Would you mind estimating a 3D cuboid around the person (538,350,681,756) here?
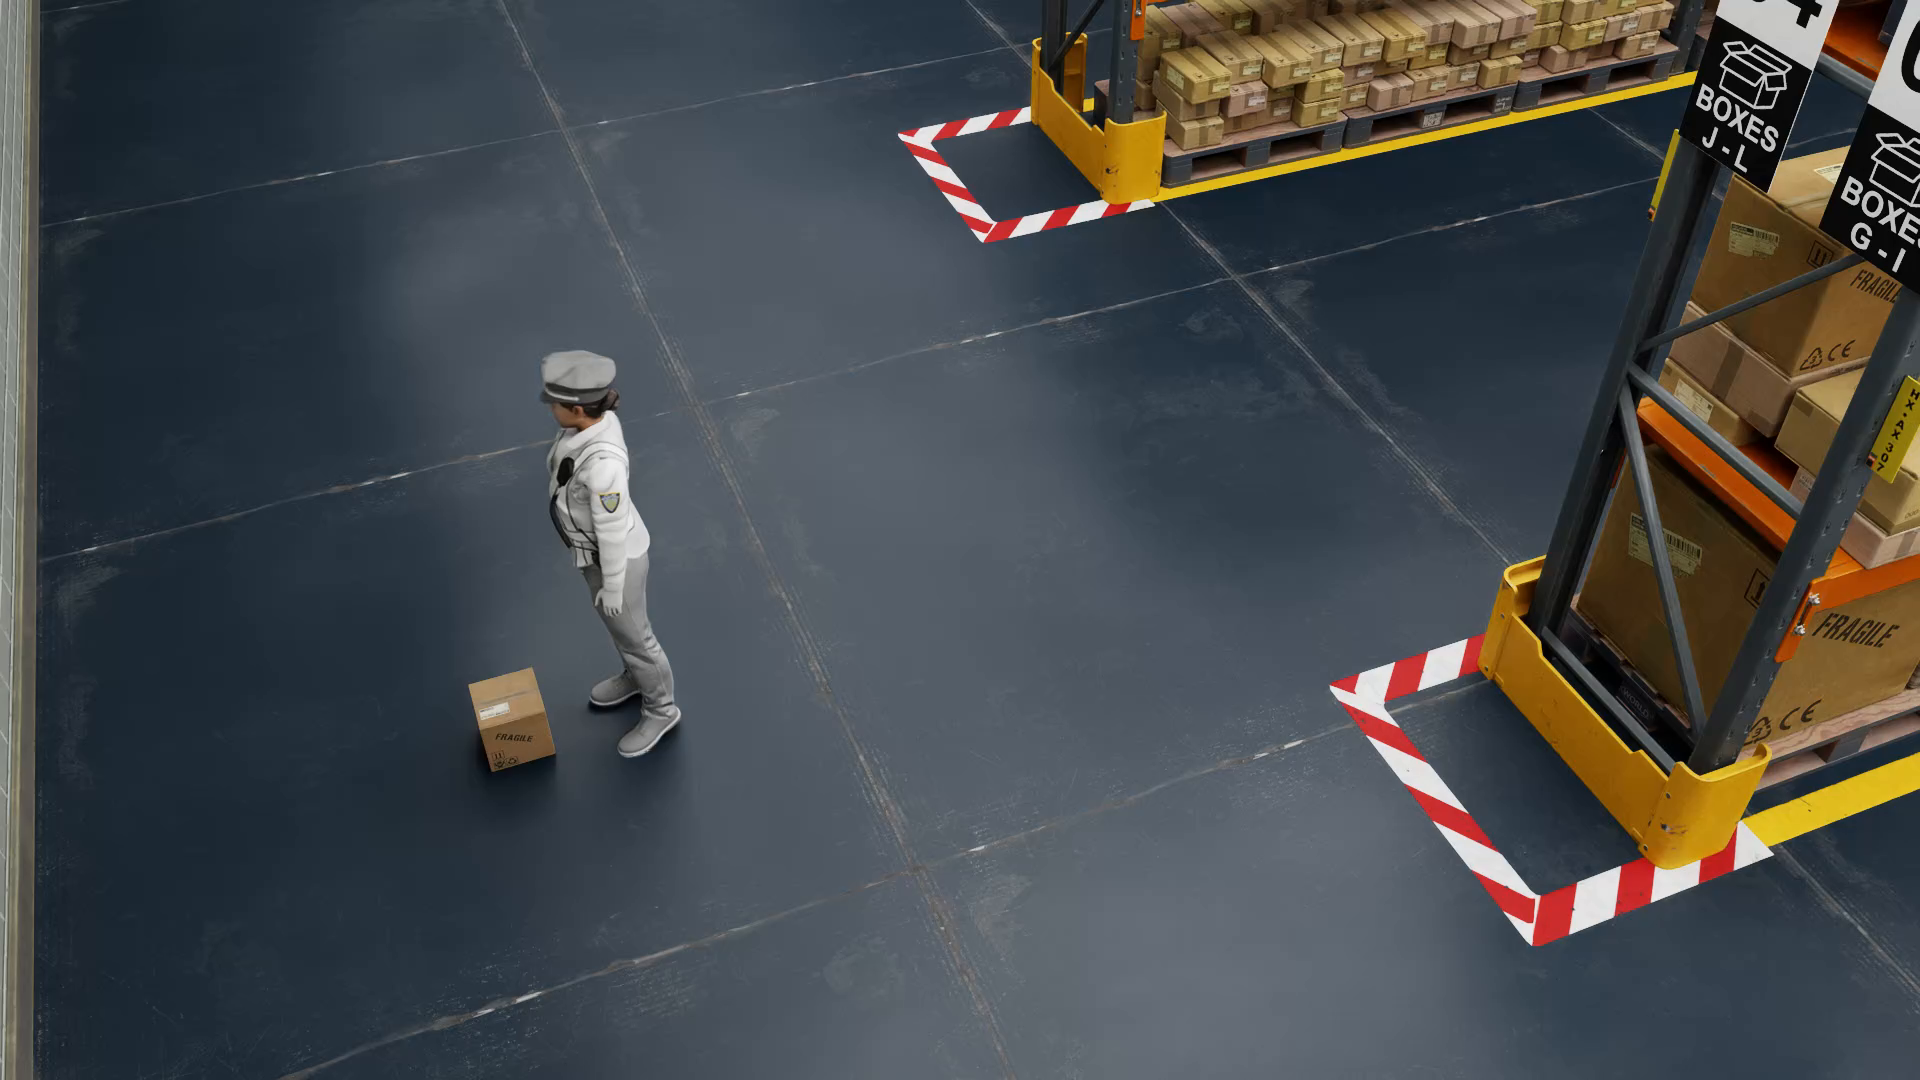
[{"bbox_3d":[-1.303,0.056,6.097,0.332,1.693,0.502,-15,44,-16],"label":"person"}]
